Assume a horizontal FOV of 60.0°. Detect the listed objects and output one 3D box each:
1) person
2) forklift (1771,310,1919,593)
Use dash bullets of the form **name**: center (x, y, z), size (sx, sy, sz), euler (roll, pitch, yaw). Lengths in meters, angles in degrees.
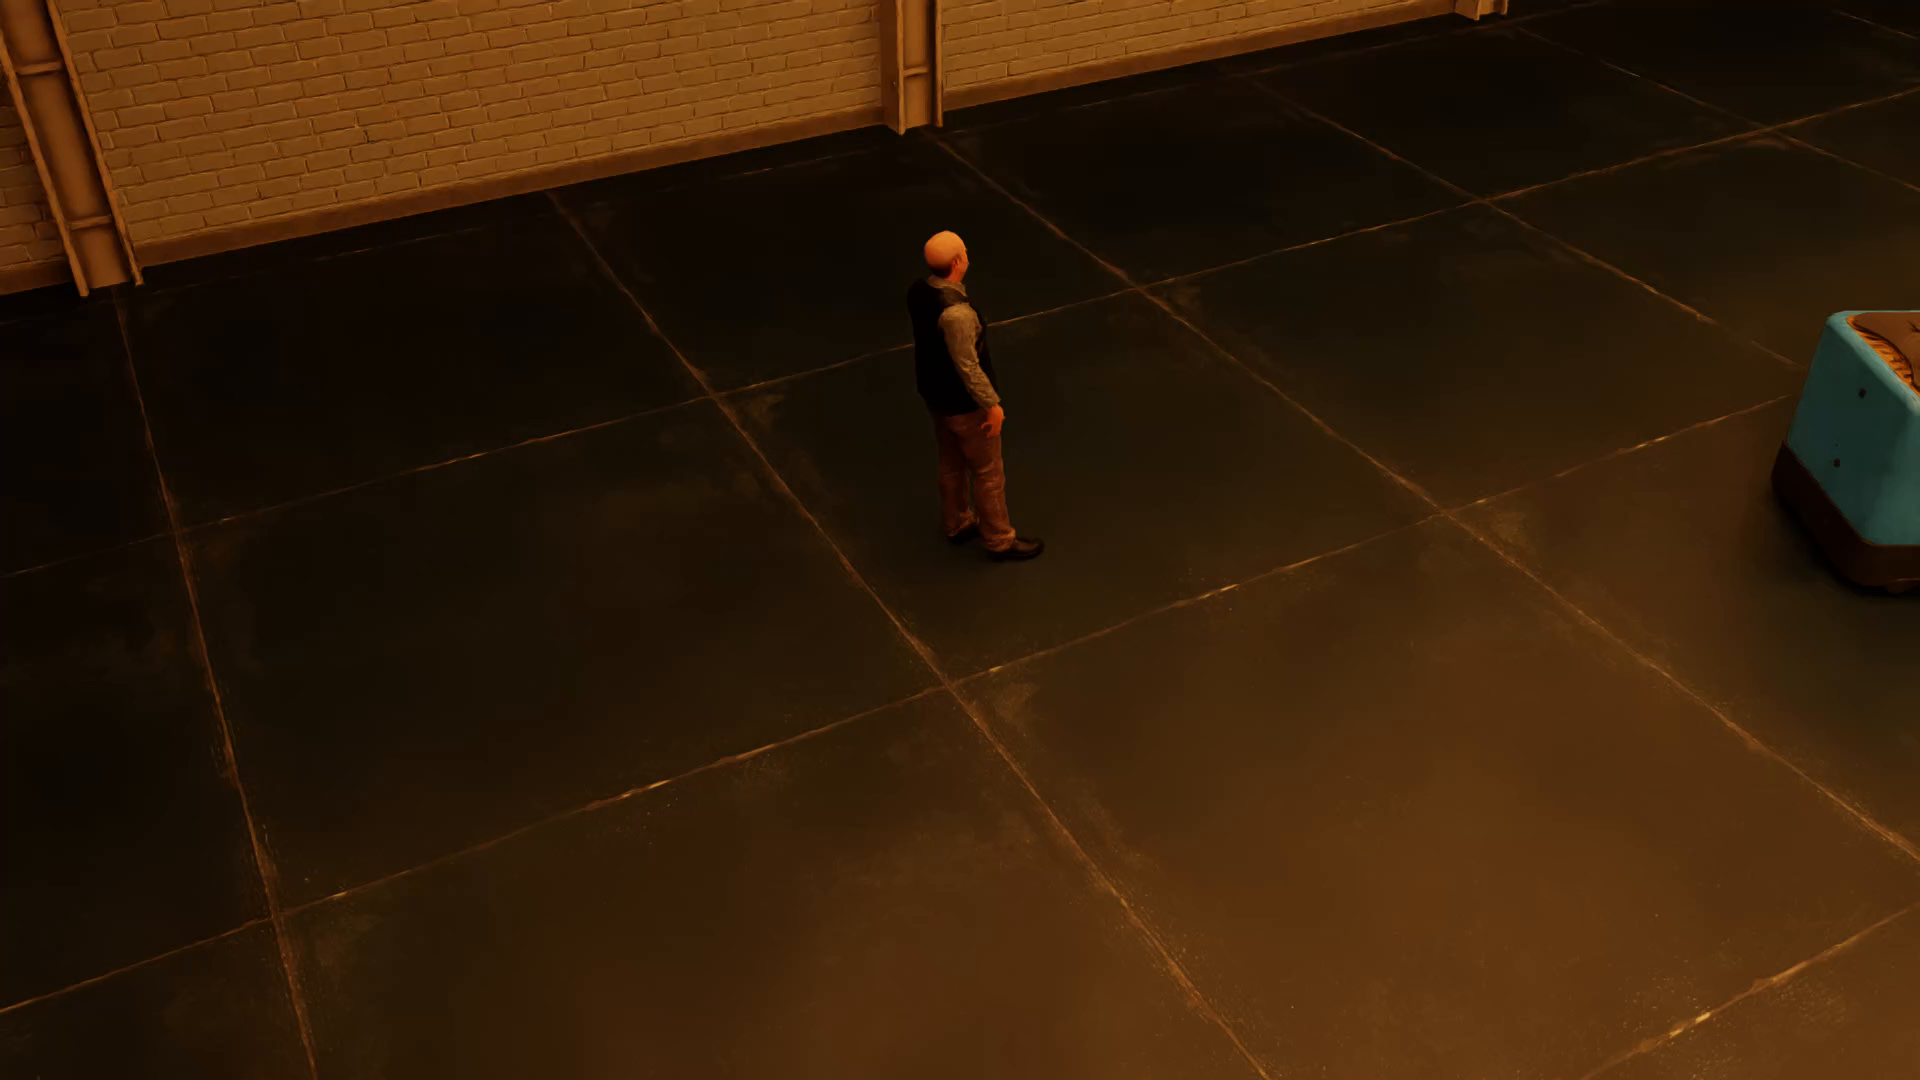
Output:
- **person**: center (0.059, -0.721, 8.179), size (0.567, 1.720, 0.632), euler (-17, 39, -23)
- **forklift**: center (5.908, -1.226, 7.857), size (3.031, 2.935, 1.130), euler (-1, 35, -1)
